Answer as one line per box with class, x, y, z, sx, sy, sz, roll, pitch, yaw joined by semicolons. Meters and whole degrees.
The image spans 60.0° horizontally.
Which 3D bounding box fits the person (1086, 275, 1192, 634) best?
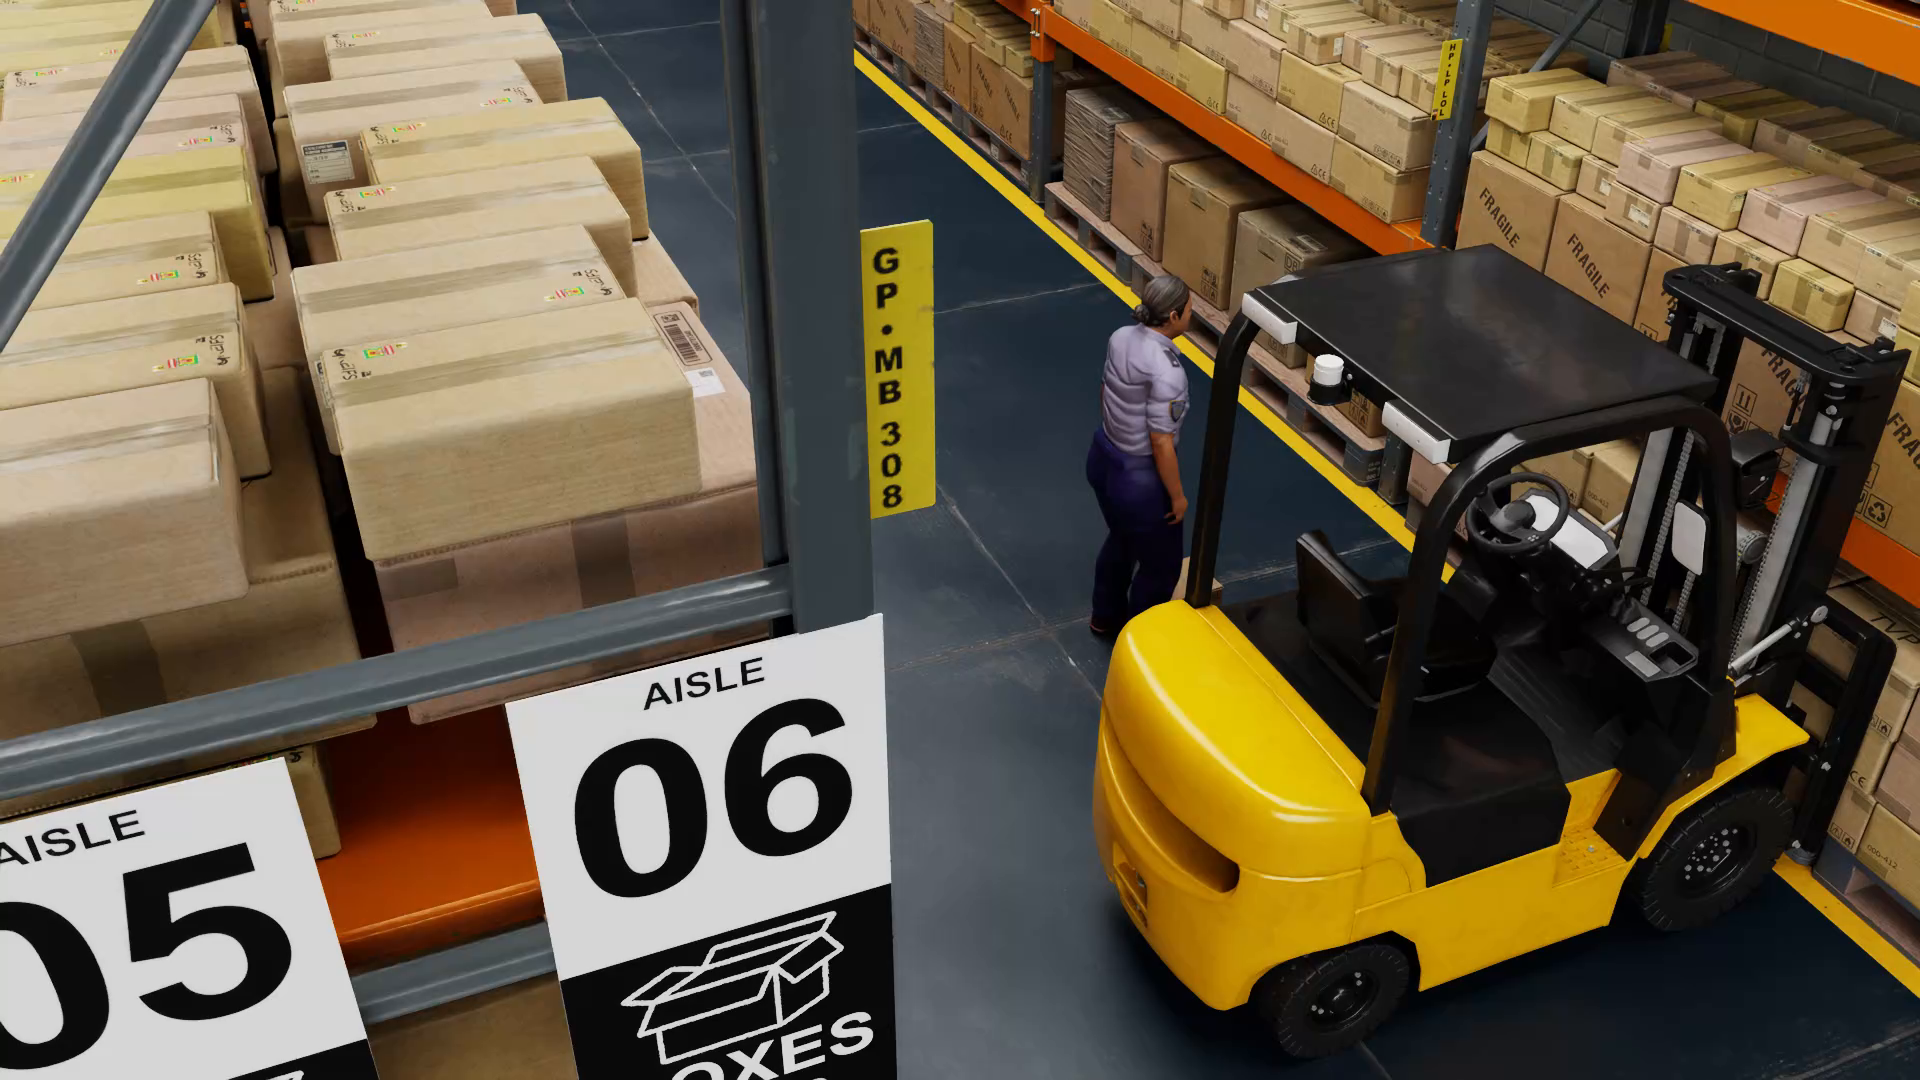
person;0.714;-0.259;6.537;0.371;1.652;0.538;-13;36;-18
